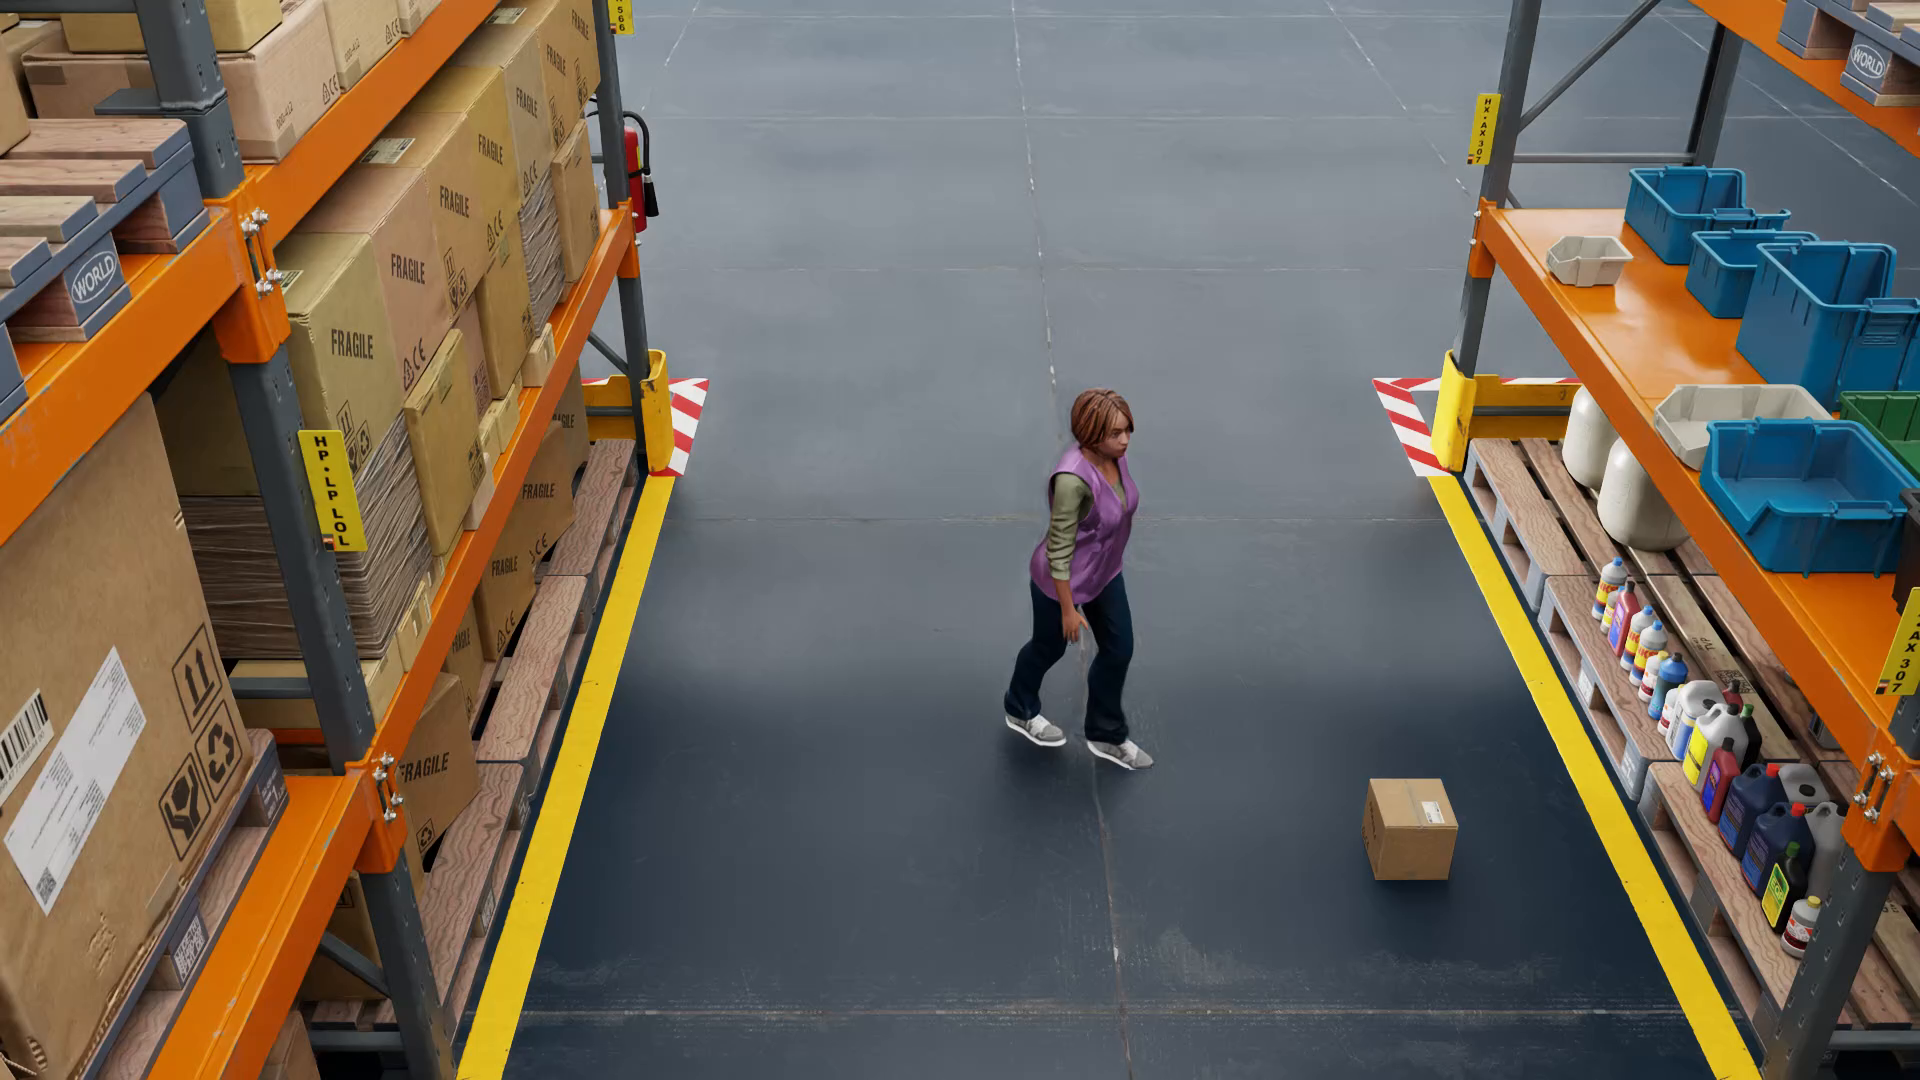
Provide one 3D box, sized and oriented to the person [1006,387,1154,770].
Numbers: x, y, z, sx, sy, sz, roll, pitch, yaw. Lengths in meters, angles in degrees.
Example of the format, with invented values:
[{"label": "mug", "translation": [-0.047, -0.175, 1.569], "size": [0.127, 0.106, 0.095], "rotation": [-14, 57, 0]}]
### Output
[{"label": "person", "translation": [0.405, 0.160, 5.907], "size": [0.575, 1.619, 0.441], "rotation": [23, 39, 32]}]
